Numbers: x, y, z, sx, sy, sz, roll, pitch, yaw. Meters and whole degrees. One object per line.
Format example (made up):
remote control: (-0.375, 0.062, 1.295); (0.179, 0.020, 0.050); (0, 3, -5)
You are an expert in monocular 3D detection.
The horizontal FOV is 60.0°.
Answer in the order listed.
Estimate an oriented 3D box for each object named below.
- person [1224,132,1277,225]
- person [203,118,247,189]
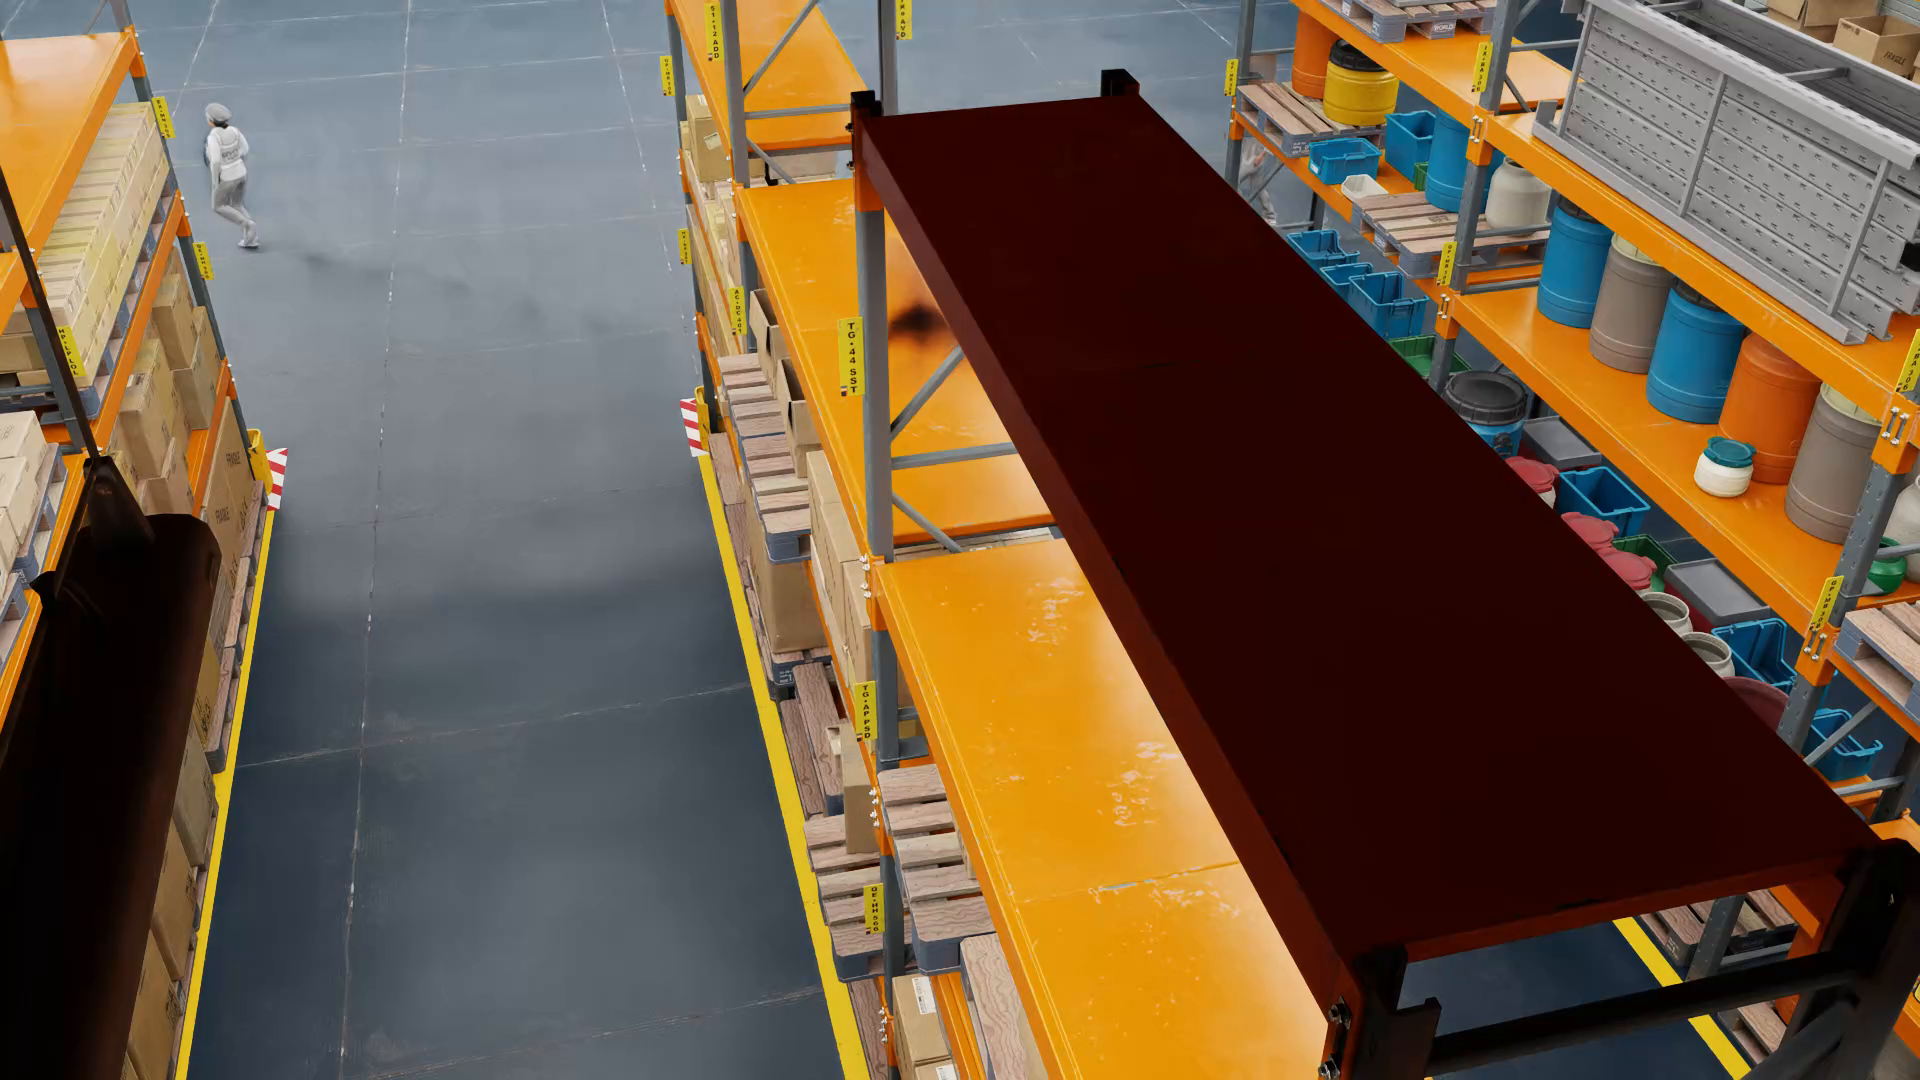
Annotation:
person: (3.328, -4.294, 18.950); (0.695, 1.627, 0.510); (8, 35, 11)
person: (-8.214, -4.338, 18.333); (0.454, 0.846, 0.502); (13, 37, 18)
